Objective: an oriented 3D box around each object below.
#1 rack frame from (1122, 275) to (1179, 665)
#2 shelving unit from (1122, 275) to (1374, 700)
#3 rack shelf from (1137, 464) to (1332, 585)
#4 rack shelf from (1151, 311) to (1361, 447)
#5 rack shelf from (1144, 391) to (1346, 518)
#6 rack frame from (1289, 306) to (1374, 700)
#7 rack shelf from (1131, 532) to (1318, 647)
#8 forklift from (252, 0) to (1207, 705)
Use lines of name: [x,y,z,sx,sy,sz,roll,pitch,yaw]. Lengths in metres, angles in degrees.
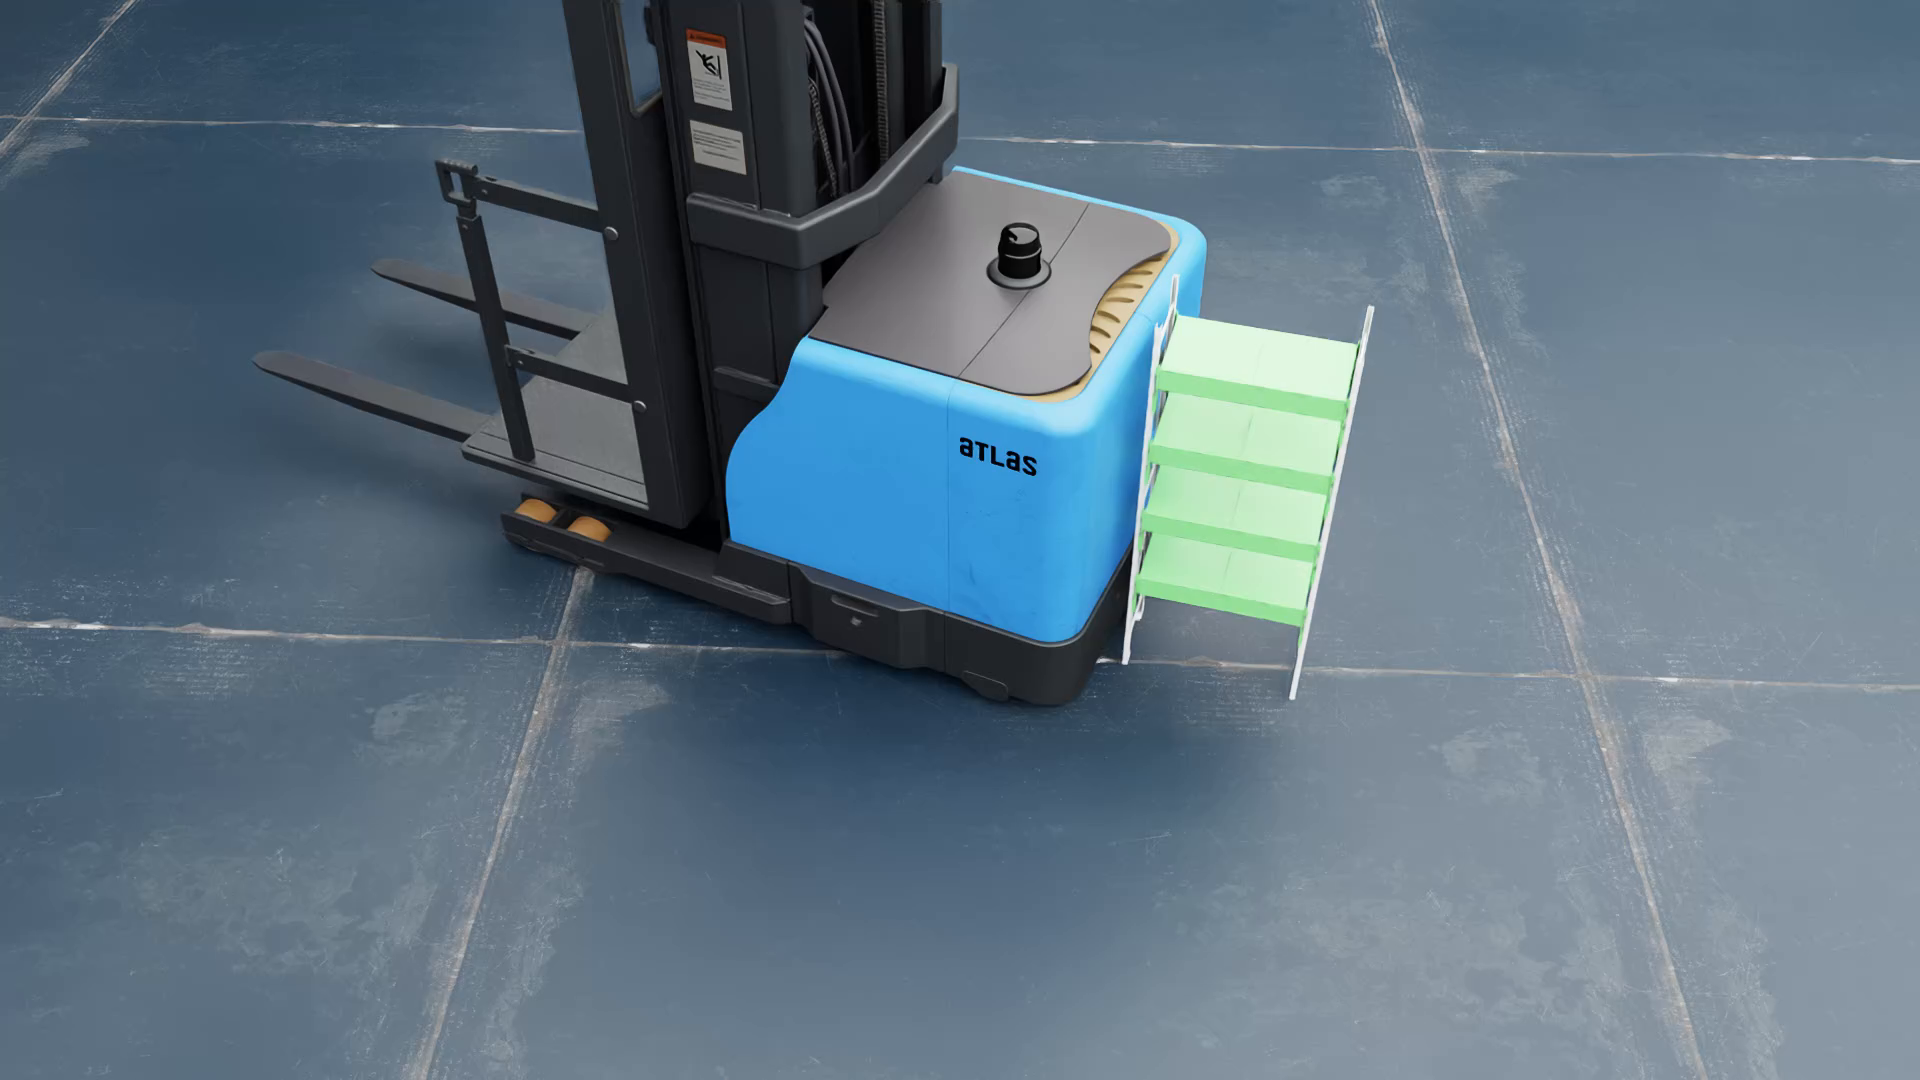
rack frame: [0.515,-0.154,4.535,0.015,1.200,0.240,11,44,12]
shelving unit: [0.749,-0.107,4.484,0.503,1.200,0.258,11,44,12]
rack shelf: [0.749,-0.060,4.528,0.480,0.148,0.258,11,44,12]
rack shelf: [0.749,-0.411,4.201,0.480,0.148,0.258,11,44,12]
rack shelf: [0.749,-0.236,4.364,0.480,0.148,0.258,11,44,12]
rack frame: [0.983,-0.060,4.434,0.015,1.200,0.240,11,44,12]
rack shelf: [0.749,0.116,4.692,0.480,0.148,0.258,11,44,12]
forklift: [-0.859,-1.288,4.483,3.031,2.935,1.130,17,46,18]
